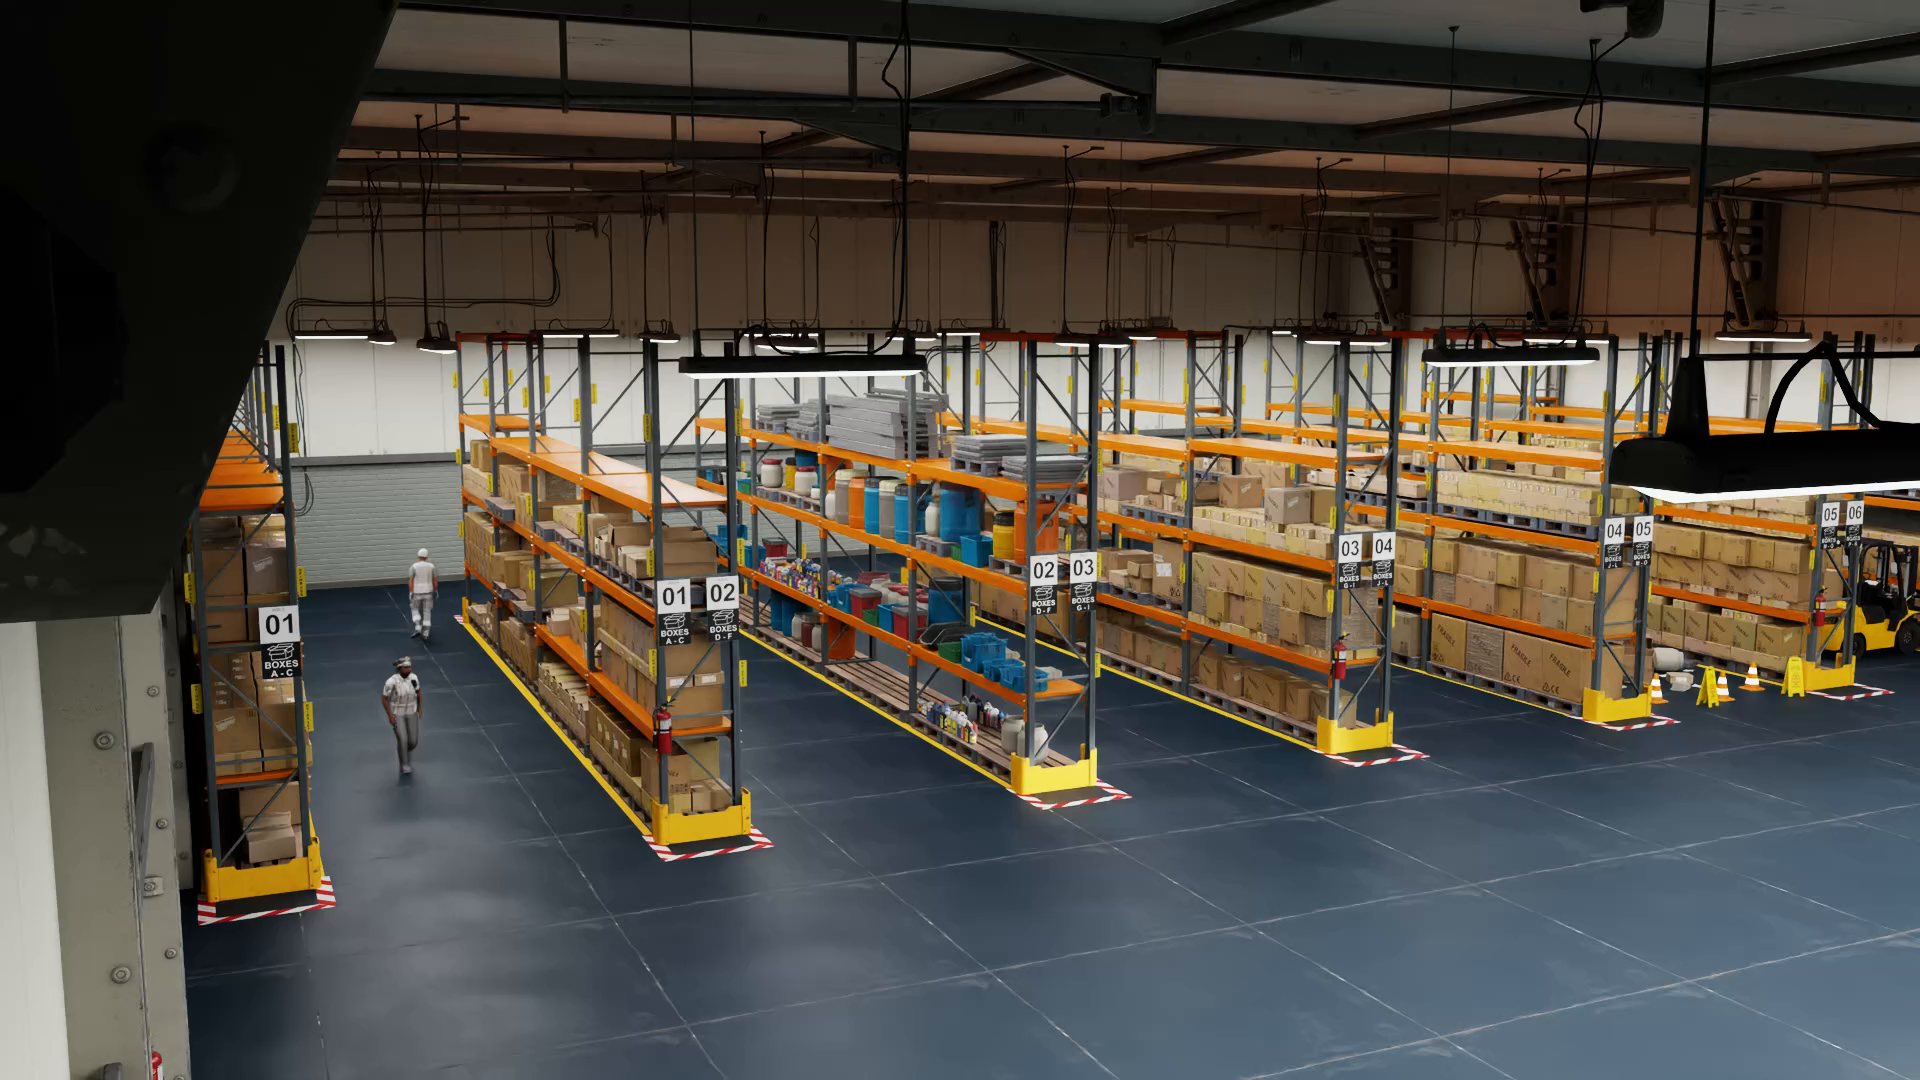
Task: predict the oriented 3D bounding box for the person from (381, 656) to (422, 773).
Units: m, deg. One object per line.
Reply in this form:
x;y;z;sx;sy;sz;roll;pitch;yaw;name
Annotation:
-7.793;2.405;23.214;0.575;1.642;0.570;-5;9;-31;person

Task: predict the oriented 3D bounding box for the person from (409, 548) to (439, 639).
-10.515;1.040;32.614;0.557;1.782;0.427;-3;8;-21;person
